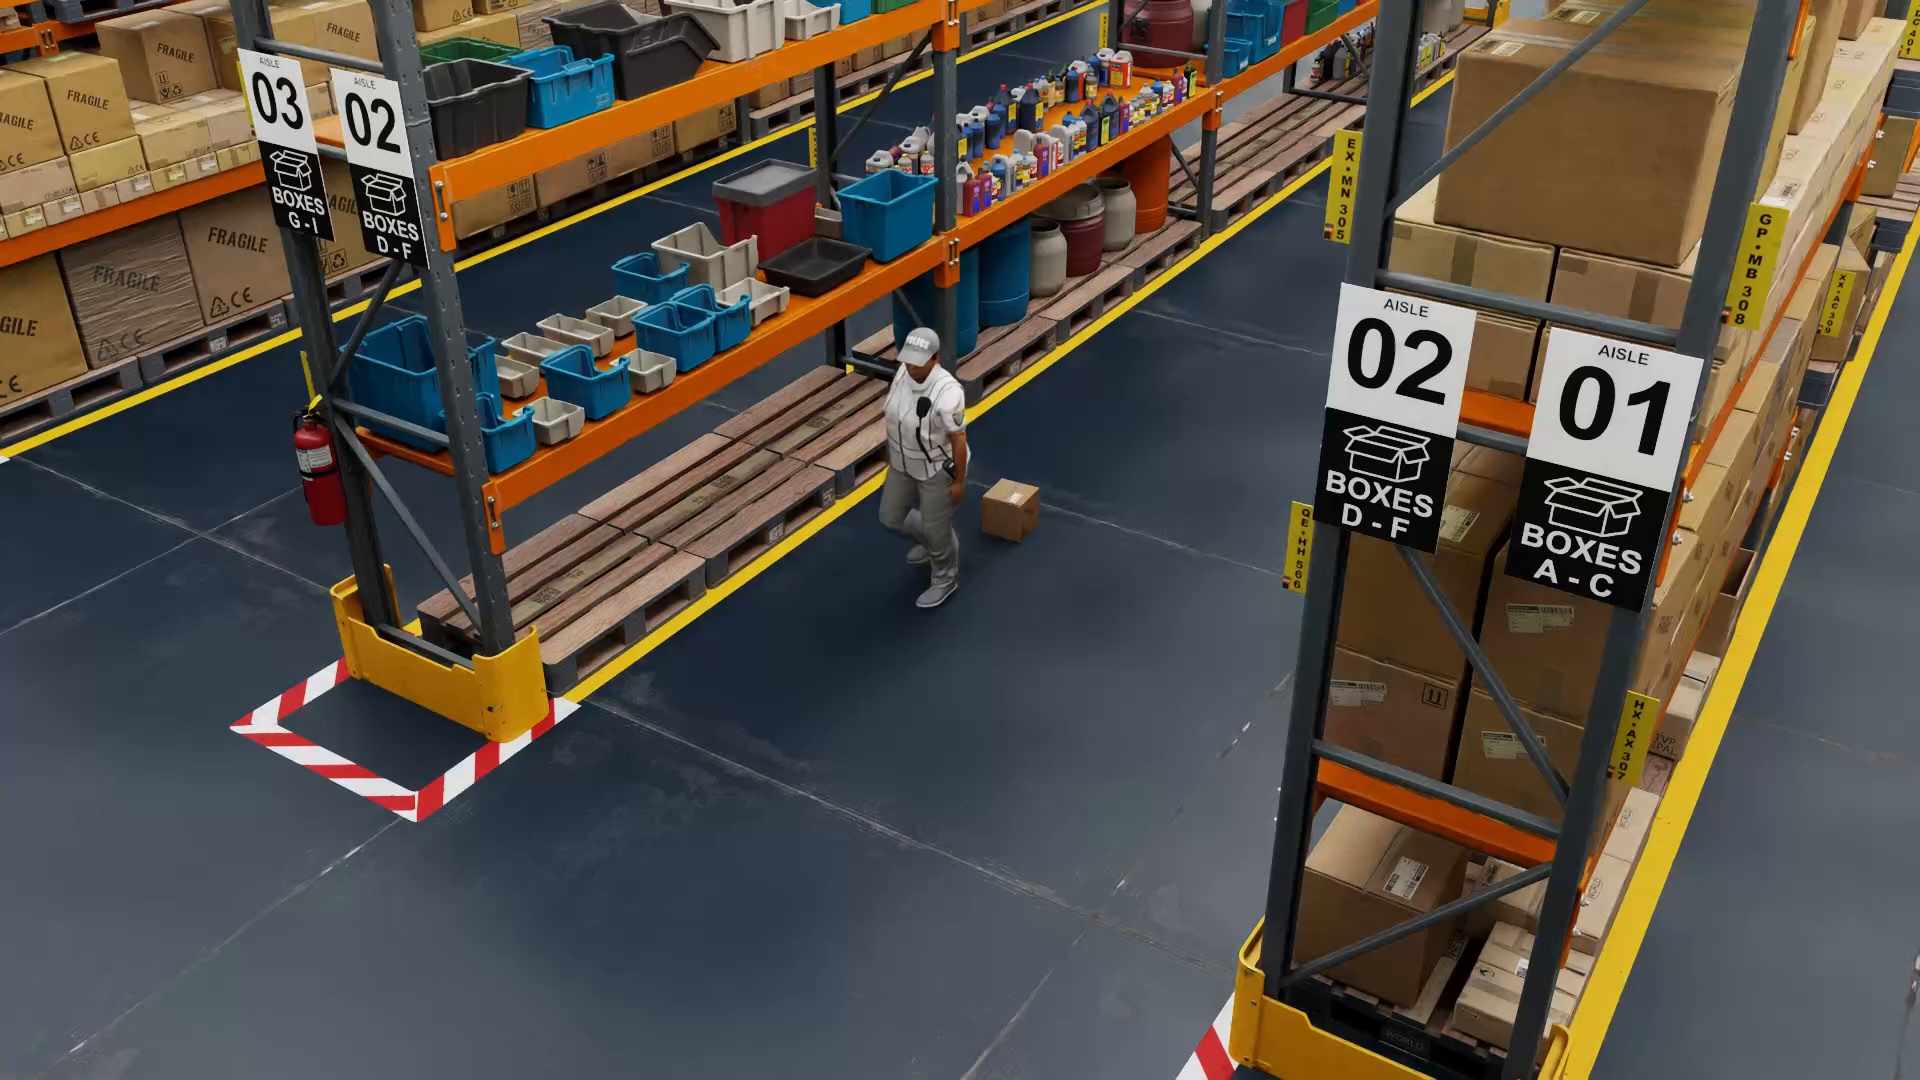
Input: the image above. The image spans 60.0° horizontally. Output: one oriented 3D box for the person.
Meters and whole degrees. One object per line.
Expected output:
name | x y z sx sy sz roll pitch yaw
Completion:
person | -0.176 -0.399 8.844 0.555 1.655 0.522 26 39 36
